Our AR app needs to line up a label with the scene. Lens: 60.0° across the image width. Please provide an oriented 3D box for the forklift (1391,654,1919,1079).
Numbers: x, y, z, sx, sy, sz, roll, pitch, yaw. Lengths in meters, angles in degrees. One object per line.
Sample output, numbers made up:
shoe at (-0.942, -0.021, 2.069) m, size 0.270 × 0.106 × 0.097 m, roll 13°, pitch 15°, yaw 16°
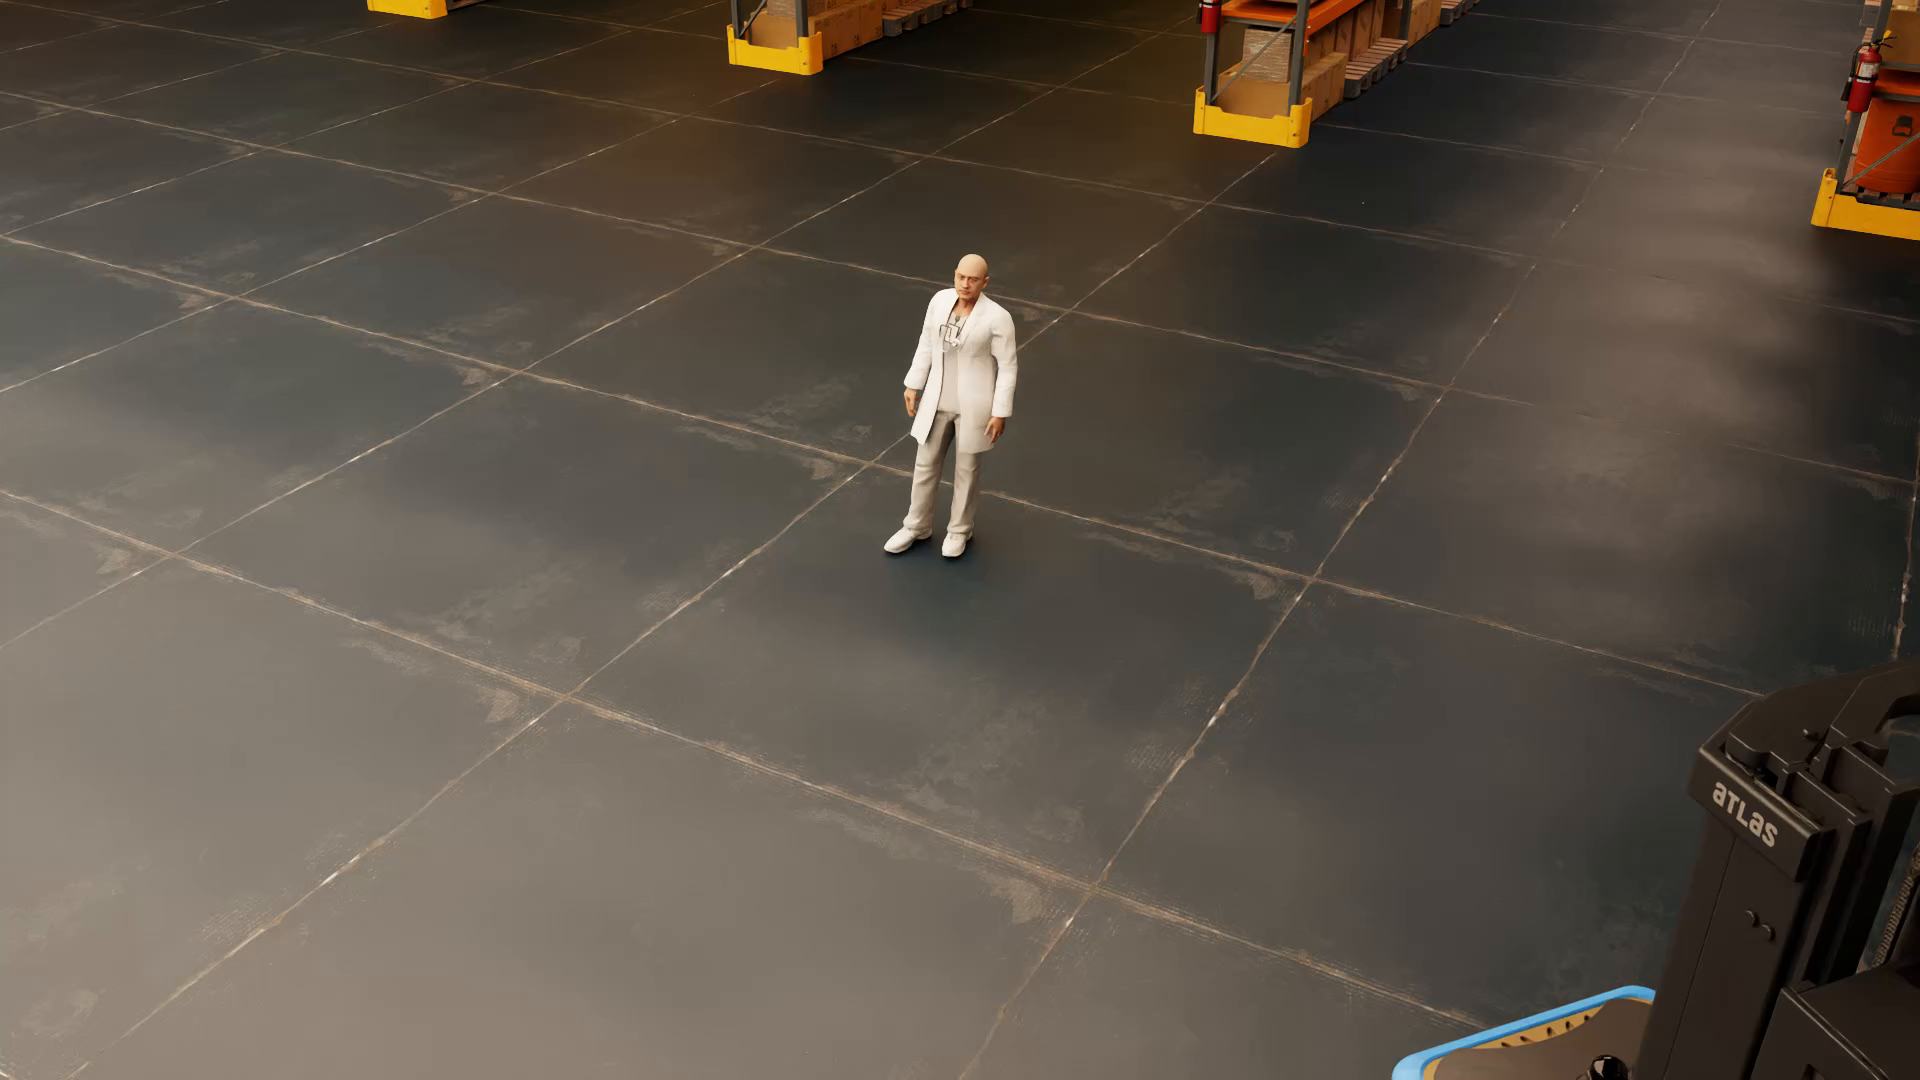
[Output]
forklift at (2.304, 1.859, 3.850) m, size 1.130 × 2.935 × 3.031 m, roll -11°, pitch 32°, yaw -18°

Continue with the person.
person at (-0.048, -0.738, 9.488) m, size 0.696 × 1.776 × 0.581 m, roll 15°, pitch 33°, yaw 25°
